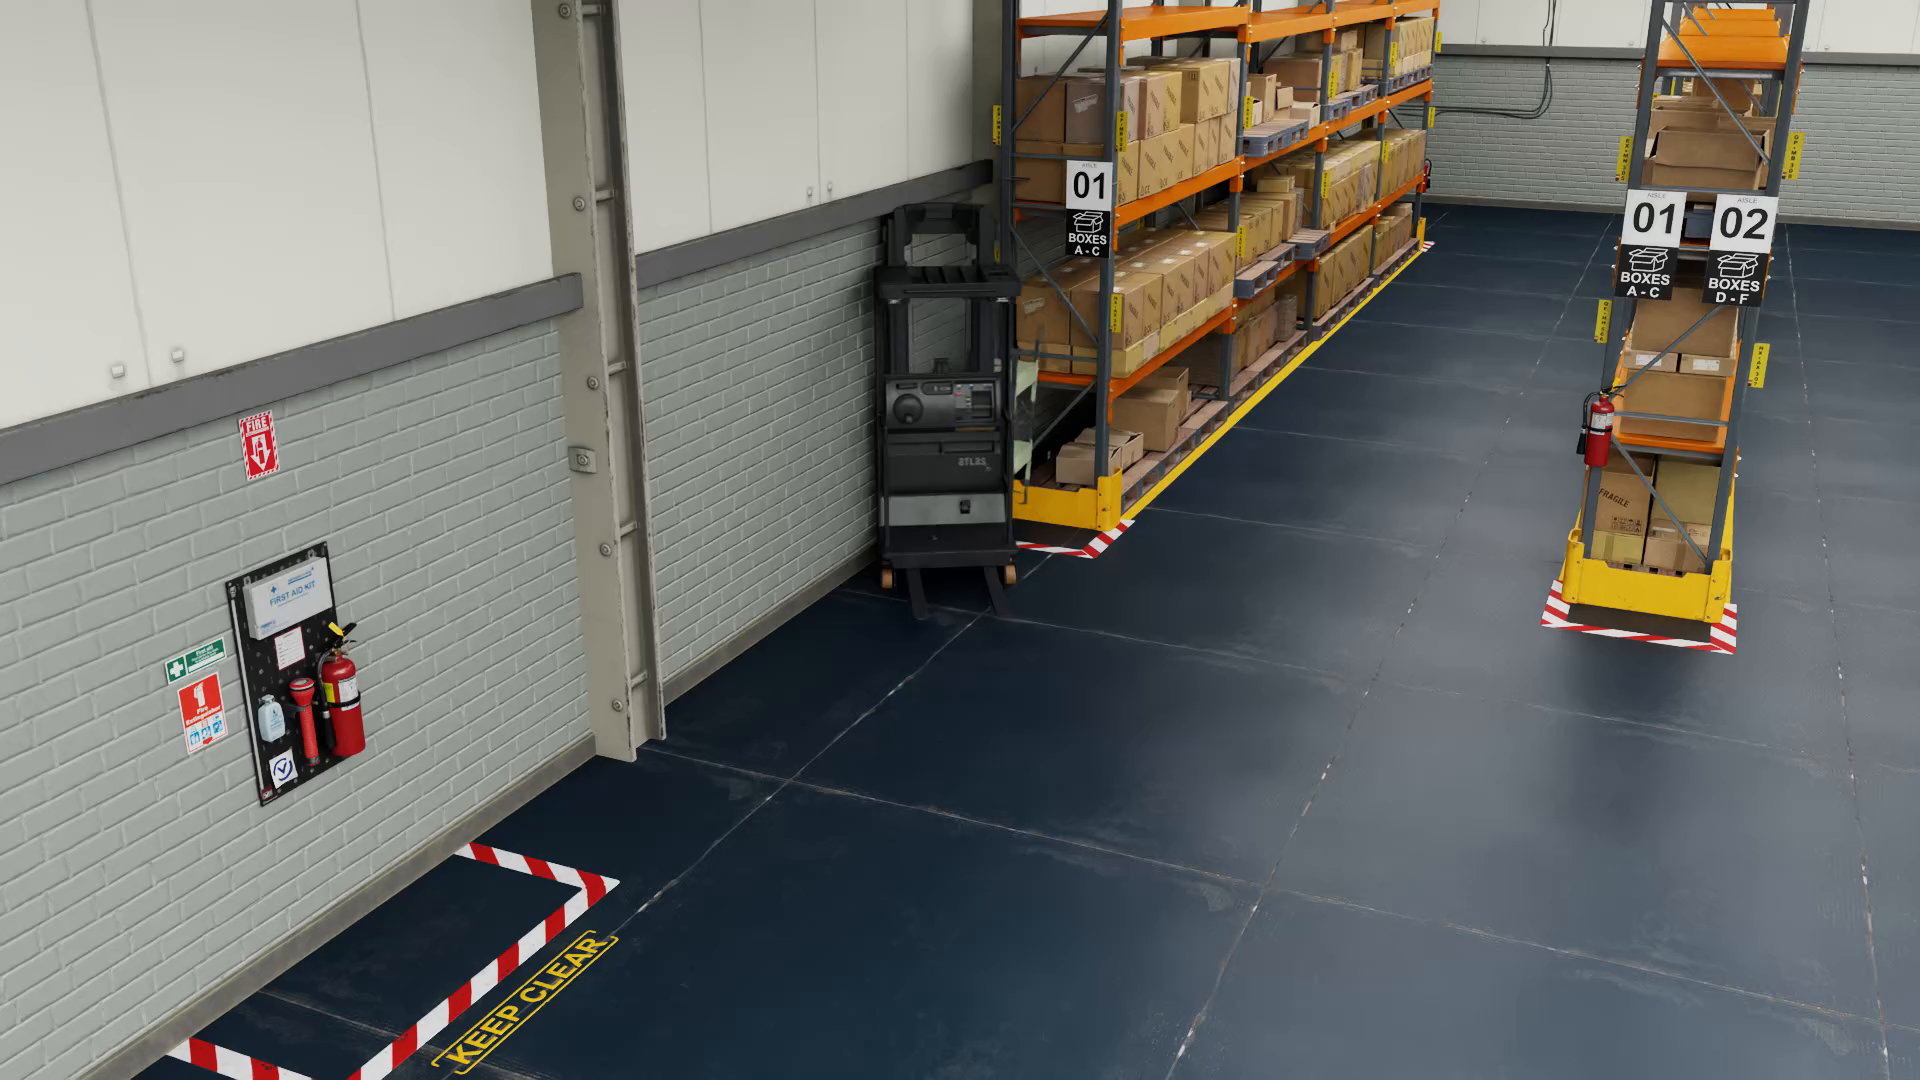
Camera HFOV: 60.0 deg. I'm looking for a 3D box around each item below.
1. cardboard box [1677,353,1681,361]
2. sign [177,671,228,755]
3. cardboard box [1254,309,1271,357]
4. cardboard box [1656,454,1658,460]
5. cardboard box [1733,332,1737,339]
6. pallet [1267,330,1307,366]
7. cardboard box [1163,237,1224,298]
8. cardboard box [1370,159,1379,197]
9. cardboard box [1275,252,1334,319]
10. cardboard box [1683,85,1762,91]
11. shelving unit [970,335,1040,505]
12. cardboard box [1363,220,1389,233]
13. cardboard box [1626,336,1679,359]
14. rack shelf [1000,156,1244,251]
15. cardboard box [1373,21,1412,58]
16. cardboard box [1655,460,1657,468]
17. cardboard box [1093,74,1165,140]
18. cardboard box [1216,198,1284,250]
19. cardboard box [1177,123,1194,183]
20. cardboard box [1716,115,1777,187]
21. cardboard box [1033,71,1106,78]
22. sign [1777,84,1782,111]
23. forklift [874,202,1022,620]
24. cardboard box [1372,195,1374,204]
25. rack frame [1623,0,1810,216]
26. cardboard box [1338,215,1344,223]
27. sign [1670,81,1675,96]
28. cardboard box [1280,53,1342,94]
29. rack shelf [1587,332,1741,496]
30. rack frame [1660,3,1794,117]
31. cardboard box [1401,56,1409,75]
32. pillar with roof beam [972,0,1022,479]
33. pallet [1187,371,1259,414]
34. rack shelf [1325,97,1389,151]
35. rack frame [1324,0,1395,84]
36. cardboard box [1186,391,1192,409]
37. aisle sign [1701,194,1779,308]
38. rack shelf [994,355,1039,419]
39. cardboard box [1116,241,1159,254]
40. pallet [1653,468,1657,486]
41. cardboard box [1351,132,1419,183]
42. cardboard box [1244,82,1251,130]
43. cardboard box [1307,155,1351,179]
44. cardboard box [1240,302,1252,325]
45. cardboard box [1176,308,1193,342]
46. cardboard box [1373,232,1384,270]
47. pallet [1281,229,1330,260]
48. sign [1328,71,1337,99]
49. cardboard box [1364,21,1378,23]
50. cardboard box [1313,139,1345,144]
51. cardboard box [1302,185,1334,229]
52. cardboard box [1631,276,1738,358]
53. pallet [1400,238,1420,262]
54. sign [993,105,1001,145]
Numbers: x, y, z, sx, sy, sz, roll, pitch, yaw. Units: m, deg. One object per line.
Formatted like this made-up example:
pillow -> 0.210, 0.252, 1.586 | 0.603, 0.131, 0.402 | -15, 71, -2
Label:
cardboard box -> 5.760, -1.261, 13.389 | 0.700, 0.500, 0.500 | 9, 22, 24
sign -> -3.502, 0.799, 7.691 | 0.001, 0.329, 0.234 | 9, 21, 23
cardboard box -> 3.359, -2.541, 20.211 | 0.700, 0.500, 0.500 | 8, 21, 22
cardboard box -> 6.099, -0.986, 15.122 | 0.500, 0.500, 0.500 | 9, 21, 23
cardboard box -> 6.018, -1.589, 13.343 | 0.380, 0.149, 0.250 | 8, 21, 22
pallet -> 3.780, -2.483, 21.137 | 1.003, 0.211, 1.213 | 9, 21, 23
cardboard box -> 2.353, -2.765, 16.842 | 0.500, 0.500, 0.500 | 8, 21, 22
cardboard box -> 5.780, -5.280, 24.215 | 0.500, 0.500, 0.500 | 8, 21, 22
cardboard box -> 4.522, -3.428, 22.212 | 0.750, 0.750, 0.750 | 8, 21, 22
cardboard box -> 8.979, -5.112, 19.740 | 0.910, 0.500, 0.500 | 9, 21, 23
shelving unit -> 0.351, -0.953, 14.409 | 0.431, 1.500, 0.755 | 8, 19, 15
cardboard box -> 6.446, -4.879, 25.846 | 0.380, 0.149, 0.250 | 9, 22, 25
cardboard box -> 5.435, -1.488, 13.058 | 0.380, 0.149, 0.250 | 9, 22, 24
rack shelf -> 1.644, -3.276, 15.801 | 1.077, 0.370, 4.000 | 9, 21, 23
cardboard box -> 6.492, -7.537, 25.037 | 0.500, 0.500, 0.500 | 8, 21, 22
cardboard box -> 6.099, -0.632, 15.247 | 0.500, 0.250, 0.500 | 9, 21, 23
cardboard box -> 1.456, -3.762, 14.423 | 0.500, 0.500, 0.500 | 8, 21, 22
cardboard box -> 3.428, -3.761, 19.763 | 0.700, 0.500, 0.500 | 9, 21, 23
cardboard box -> 1.852, -3.613, 15.497 | 0.500, 0.500, 0.500 | 10, 22, 26
cardboard box -> 6.275, -3.106, 13.265 | 0.500, 0.500, 0.500 | 9, 21, 23
cardboard box -> 0.977, -3.867, 14.718 | 0.500, 0.500, 0.500 | 10, 22, 26
sign -> 9.125, -4.973, 18.609 | 0.100, 0.325, 0.005 | 9, 21, 23
forklift -> -0.114, -1.104, 13.200 | 1.130, 2.935, 3.031 | -2, 20, -5
cardboard box -> 5.859, -5.008, 24.418 | 0.380, 0.149, 0.250 | 9, 21, 23
rack frame -> 5.346, -3.738, 11.551 | 1.000, 3.000, 0.127 | 9, 21, 23
cardboard box -> 5.066, -4.466, 22.896 | 0.380, 0.149, 0.250 | 9, 21, 23
sign -> 8.128, -5.089, 19.054 | 0.100, 0.325, 0.005 | 9, 21, 23
cardboard box -> 4.655, -6.196, 22.133 | 0.700, 0.500, 0.500 | 10, 22, 25
rack shelf -> 6.165, -1.184, 14.396 | 1.077, 0.370, 4.000 | 9, 21, 23
rack frame -> 6.984, -4.961, 14.989 | 1.000, 3.000, 0.127 | 9, 21, 23
cardboard box -> 6.484, -7.175, 25.139 | 0.500, 0.250, 0.500 | 8, 21, 22
pillar with roof beam -> 4.250, -4.159, 12.733 | 9.100, 9.000, 0.400 | 9, 21, 23
pallet -> 2.781, -1.737, 19.039 | 1.003, 0.211, 1.213 | 9, 21, 23
rack shelf -> 4.920, -5.722, 22.678 | 1.077, 0.370, 4.000 | 9, 21, 23
rack frame -> 5.739, -8.085, 23.774 | 1.000, 3.000, 0.127 | 9, 21, 23
cardboard box -> 2.271, -1.518, 17.832 | 0.380, 0.166, 0.250 | 6, 20, 16
aisle sign -> 5.599, -2.075, 11.946 | 0.394, 0.787, 0.004 | 9, 21, 23
rack shelf -> 0.374, -1.324, 14.288 | 0.431, 0.370, 0.720 | 8, 19, 15
cardboard box -> 1.656, -2.681, 16.606 | 0.500, 0.500, 0.500 | 9, 22, 24
pallet -> 6.620, -0.583, 15.794 | 1.003, 0.211, 1.213 | 9, 21, 23
cardboard box -> 6.890, -6.242, 27.095 | 0.980, 0.700, 0.700 | 8, 21, 22
cardboard box -> 2.760, -4.628, 17.752 | 0.500, 0.500, 0.500 | 12, 23, 30
cardboard box -> 4.943, -5.007, 22.329 | 0.500, 0.250, 0.500 | 9, 21, 23
cardboard box -> 3.136, -2.718, 19.589 | 0.500, 0.250, 0.500 | 8, 21, 21
cardboard box -> 1.937, -2.105, 16.104 | 0.500, 0.250, 0.500 | 9, 21, 23
cardboard box -> 6.139, -4.493, 25.731 | 0.700, 0.500, 0.500 | 9, 21, 23
pallet -> 3.907, -3.713, 20.719 | 1.213, 0.211, 1.003 | 9, 21, 23
sign -> 4.595, -5.618, 20.540 | 0.100, 0.325, 0.005 | 9, 21, 23
cardboard box -> 6.023, -7.603, 25.223 | 0.500, 0.500, 0.500 | 8, 21, 21
cardboard box -> 5.313, -5.704, 24.288 | 0.500, 0.250, 0.500 | 9, 22, 24
cardboard box -> 4.534, -4.346, 21.589 | 0.500, 0.500, 0.500 | 9, 22, 24
cardboard box -> 5.571, -1.727, 12.764 | 0.700, 0.500, 0.500 | 9, 21, 23
pallet -> 7.121, -4.912, 27.967 | 1.003, 0.211, 1.213 | 9, 21, 23
sign -> 0.327, -3.503, 14.044 | 0.100, 0.325, 0.005 | 9, 21, 23
